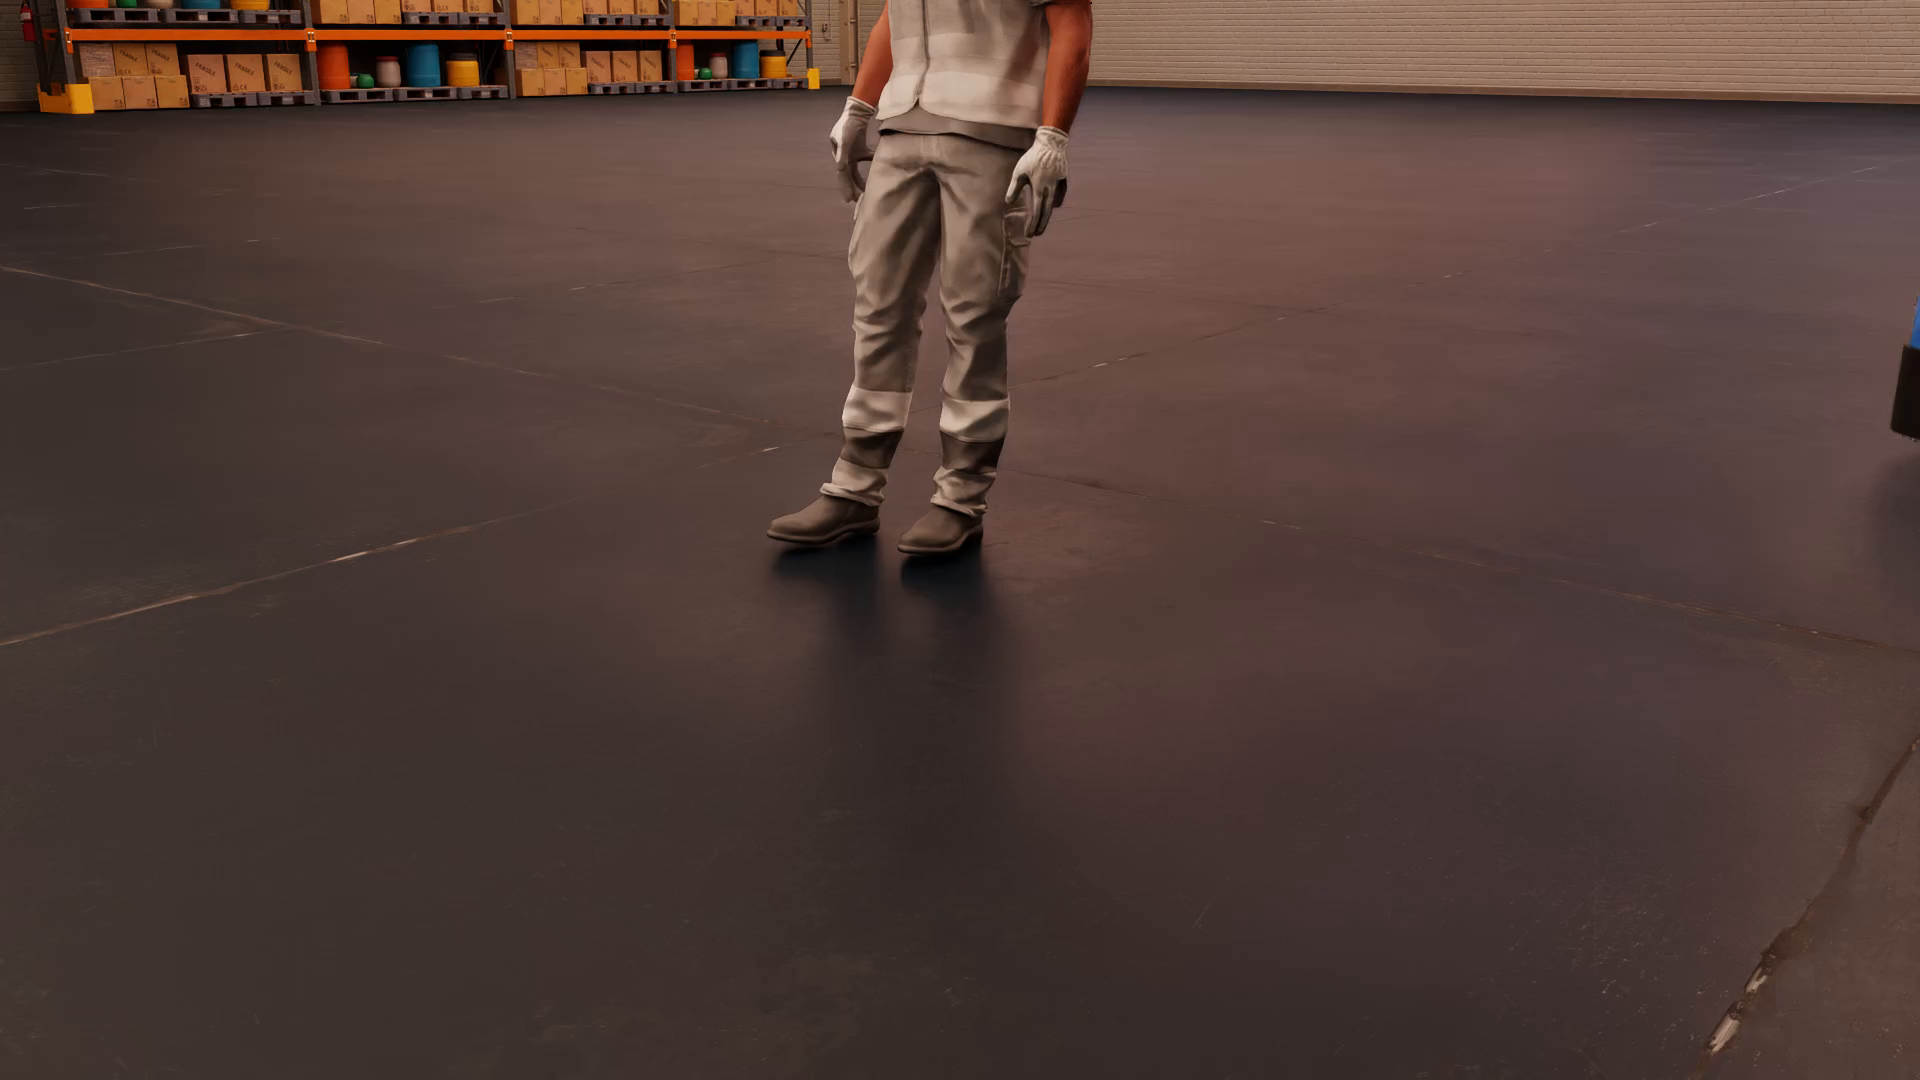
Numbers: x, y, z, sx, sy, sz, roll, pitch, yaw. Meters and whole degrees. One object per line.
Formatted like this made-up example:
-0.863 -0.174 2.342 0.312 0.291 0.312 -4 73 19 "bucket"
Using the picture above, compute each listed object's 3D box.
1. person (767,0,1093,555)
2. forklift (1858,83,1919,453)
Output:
-0.060 -0.846 3.627 0.638 1.788 0.562 13 21 37 "person"
4.099 -1.565 4.052 3.031 2.935 1.130 -2 17 -7 "forklift"
